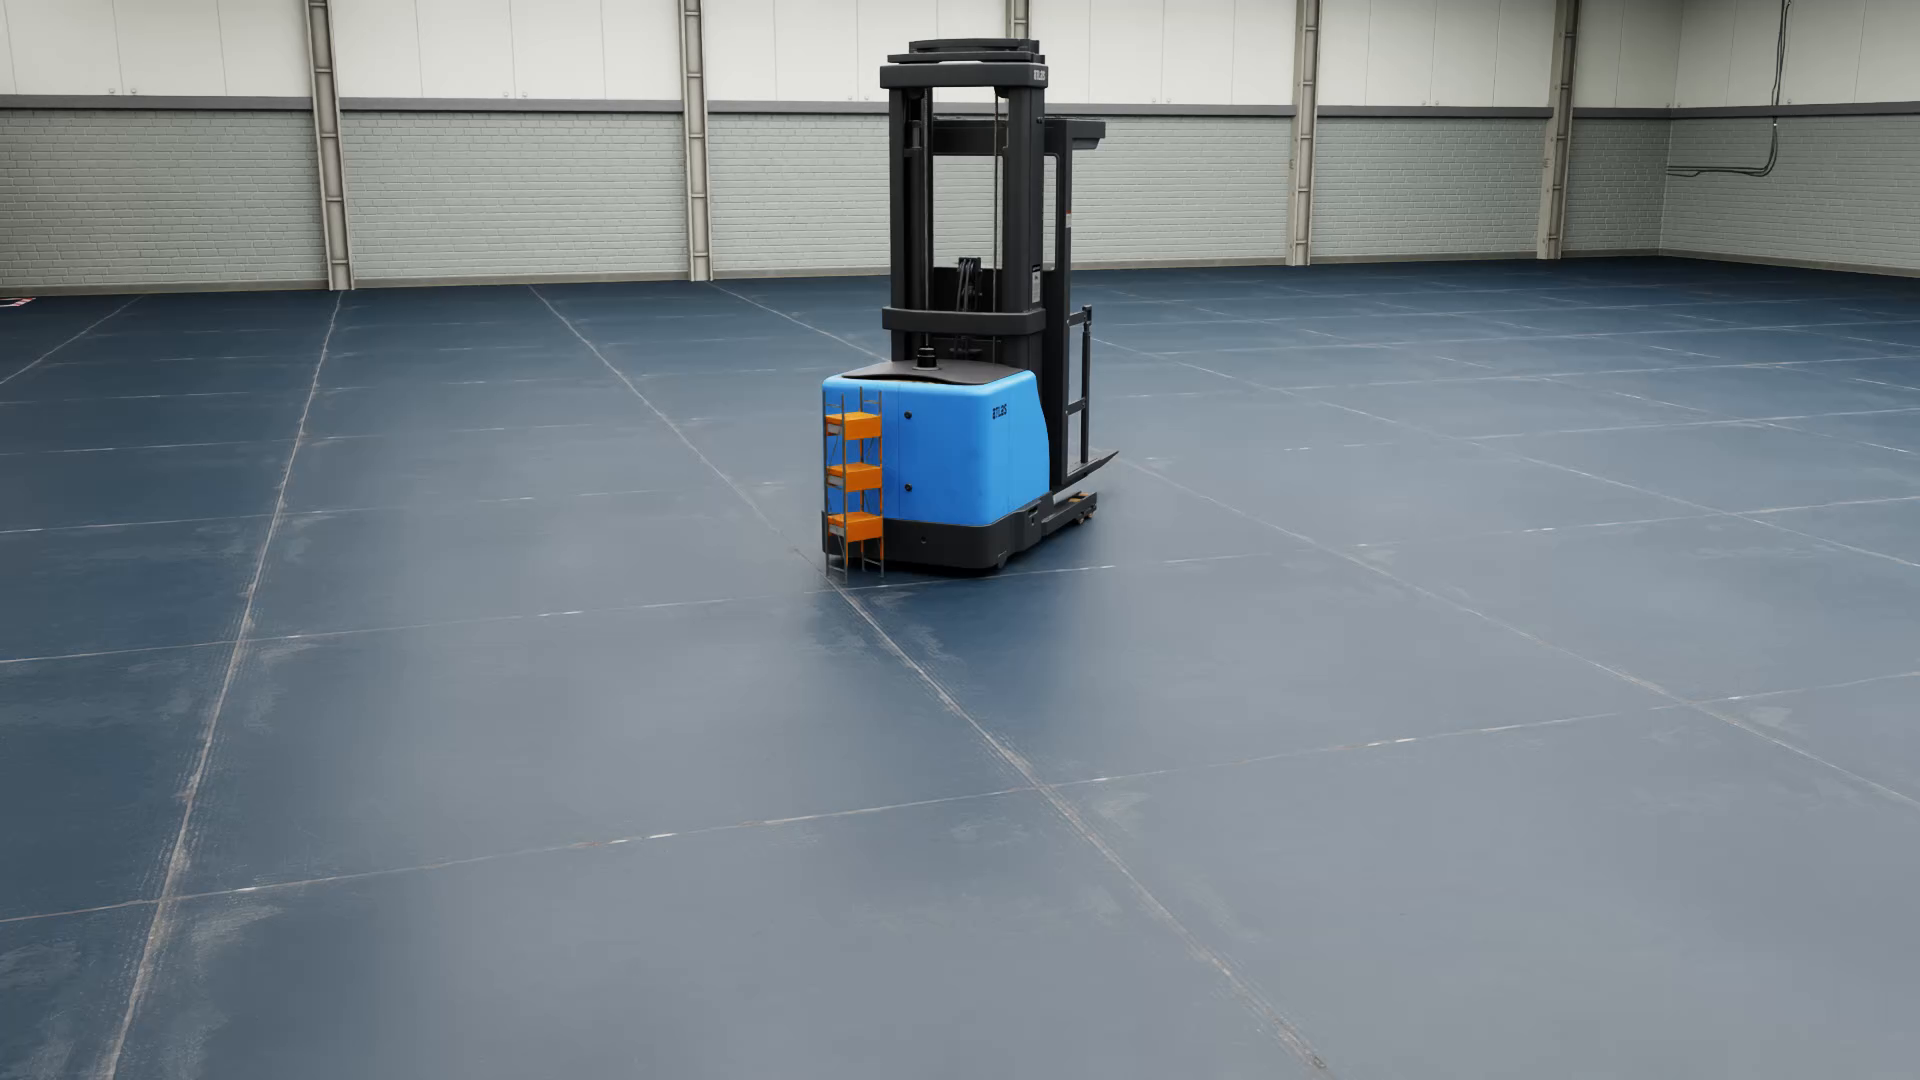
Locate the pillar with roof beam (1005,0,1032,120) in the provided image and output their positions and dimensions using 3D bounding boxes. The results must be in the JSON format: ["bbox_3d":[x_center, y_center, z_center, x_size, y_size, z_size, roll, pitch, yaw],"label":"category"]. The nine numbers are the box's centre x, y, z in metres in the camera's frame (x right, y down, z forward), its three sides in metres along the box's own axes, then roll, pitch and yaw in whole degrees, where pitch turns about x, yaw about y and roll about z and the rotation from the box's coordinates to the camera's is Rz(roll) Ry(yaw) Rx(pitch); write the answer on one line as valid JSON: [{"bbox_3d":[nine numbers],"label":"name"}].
[{"bbox_3d":[2.444,-8.502,26.442,0.400,9.000,9.100,-4,14,-18],"label":"pillar with roof beam"}]

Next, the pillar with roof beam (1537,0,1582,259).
[{"bbox_3d":[13.817,-9.388,30.165,0.400,9.000,9.100,-4,14,-18],"label":"pillar with roof beam"}]

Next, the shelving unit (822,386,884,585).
[{"bbox_3d":[-0.586,-0.301,9.138,0.252,1.050,0.215,-10,17,-37],"label":"shelving unit"}]

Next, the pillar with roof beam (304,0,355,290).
[{"bbox_3d":[-8.929,-7.617,22.718,0.400,9.000,9.100,-4,14,-18],"label":"pillar with roof beam"}]

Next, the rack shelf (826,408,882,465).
[{"bbox_3d":[-0.585,-0.566,9.075,0.240,0.259,0.215,-10,17,-37],"label":"rack shelf"}]

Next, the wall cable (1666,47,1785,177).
[{"bbox_3d":[15.658,-8.749,34.189,0.112,2.526,3.097,-4,14,-18],"label":"wall cable"}]

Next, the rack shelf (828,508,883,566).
[{"bbox_3d":[-0.586,-0.020,9.205,0.240,0.259,0.215,-10,17,-37],"label":"rack shelf"}]

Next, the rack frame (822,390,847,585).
[{"bbox_3d":[-0.682,-0.283,9.065,0.008,1.050,0.200,-10,17,-37],"label":"rack frame"}]

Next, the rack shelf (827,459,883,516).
[{"bbox_3d":[-0.586,-0.290,9.141,0.240,0.259,0.215,-10,17,-37],"label":"rack shelf"}]

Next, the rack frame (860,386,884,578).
[{"bbox_3d":[-0.489,-0.318,9.211,0.008,1.050,0.200,-10,17,-37],"label":"rack frame"}]

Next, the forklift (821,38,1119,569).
[{"bbox_3d":[0.240,-1.559,10.365,1.130,2.935,3.031,6,14,22],"label":"forklift"}]

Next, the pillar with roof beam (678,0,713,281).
[{"bbox_3d":[-3.243,-8.060,24.580,0.400,9.000,9.100,-4,14,-18],"label":"pillar with roof beam"}]

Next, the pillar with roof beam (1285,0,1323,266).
[{"bbox_3d":[8.131,-8.945,28.303,0.400,9.000,9.100,-4,14,-18],"label":"pillar with roof beam"}]

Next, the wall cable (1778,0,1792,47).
[{"bbox_3d":[16.521,-10.613,31.110,0.112,2.526,3.097,-4,14,-18],"label":"wall cable"}]
